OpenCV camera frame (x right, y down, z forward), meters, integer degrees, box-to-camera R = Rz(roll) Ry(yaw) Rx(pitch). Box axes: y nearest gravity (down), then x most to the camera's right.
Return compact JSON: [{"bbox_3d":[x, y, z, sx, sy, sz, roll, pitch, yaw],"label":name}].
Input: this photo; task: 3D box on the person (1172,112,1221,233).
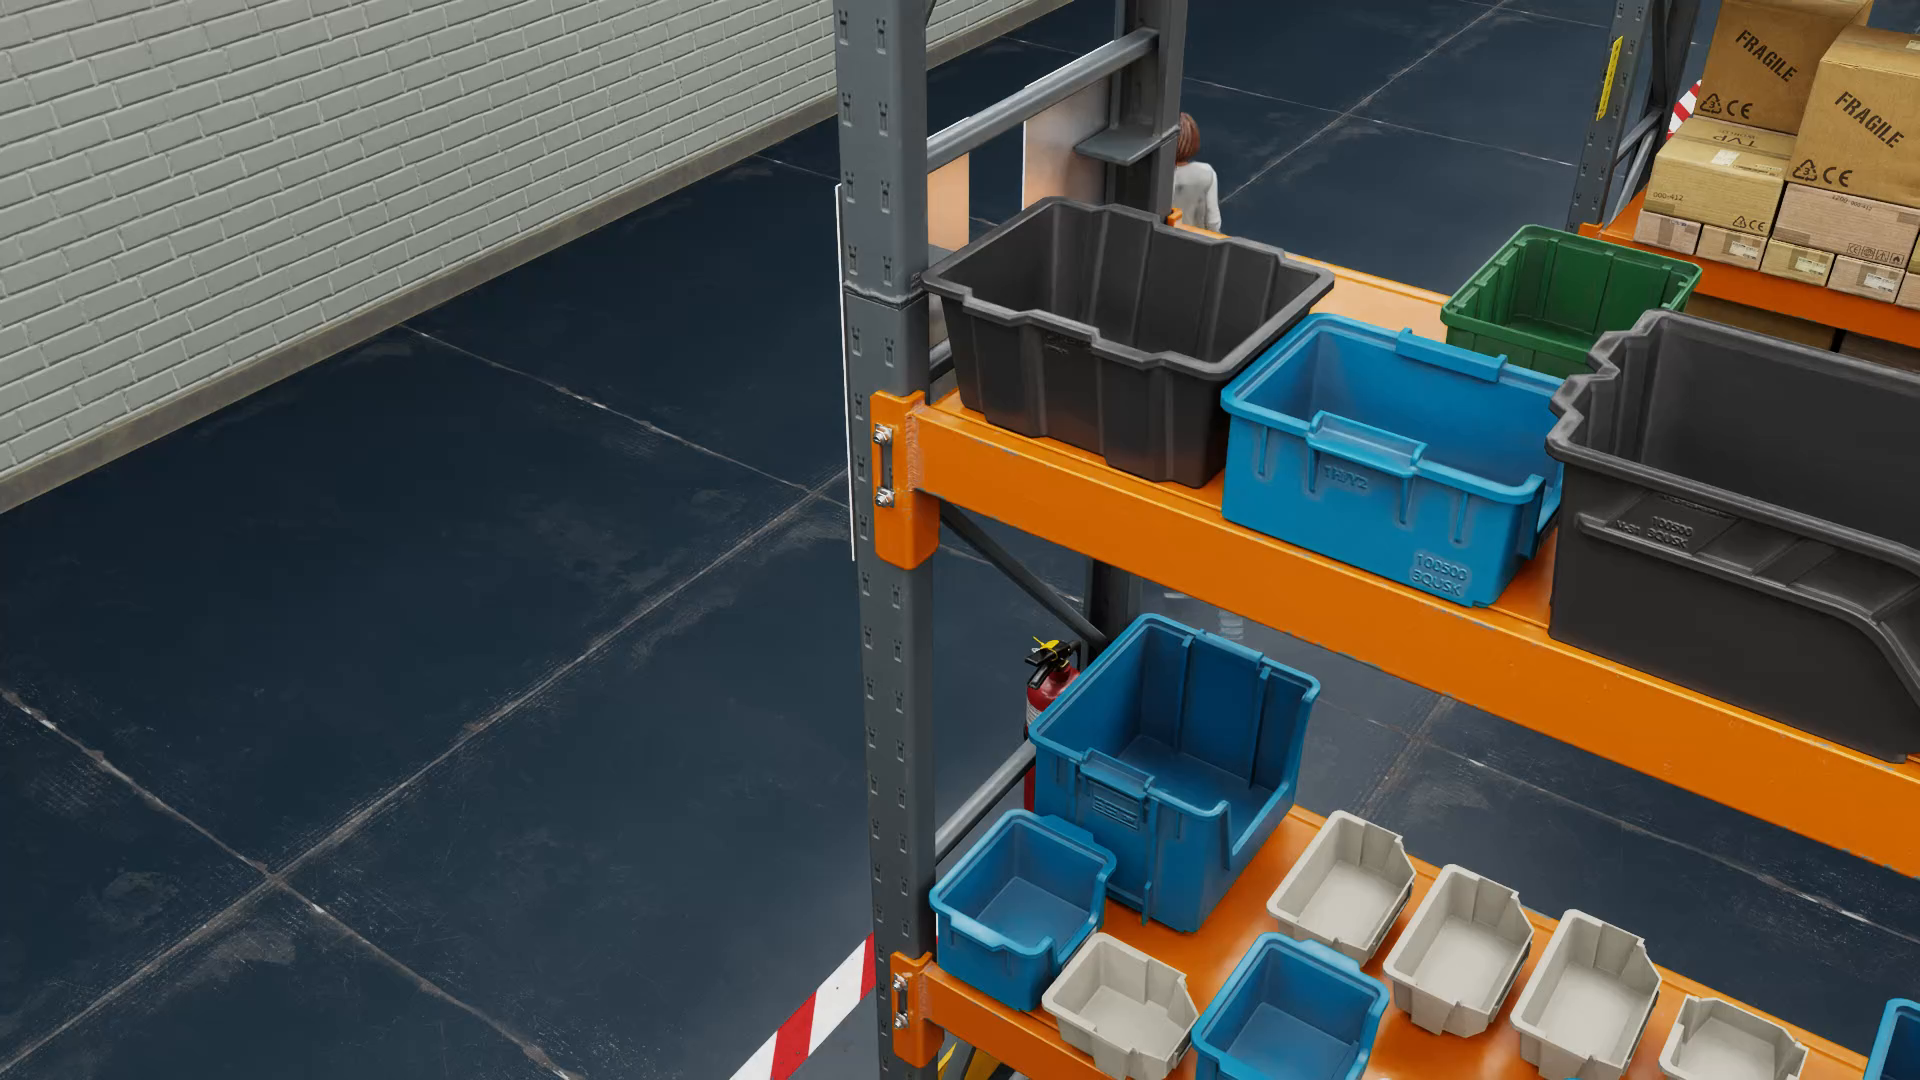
[{"bbox_3d":[1.036,-1.331,8.039,0.416,1.544,0.936,2,35,2],"label":"person"}]
